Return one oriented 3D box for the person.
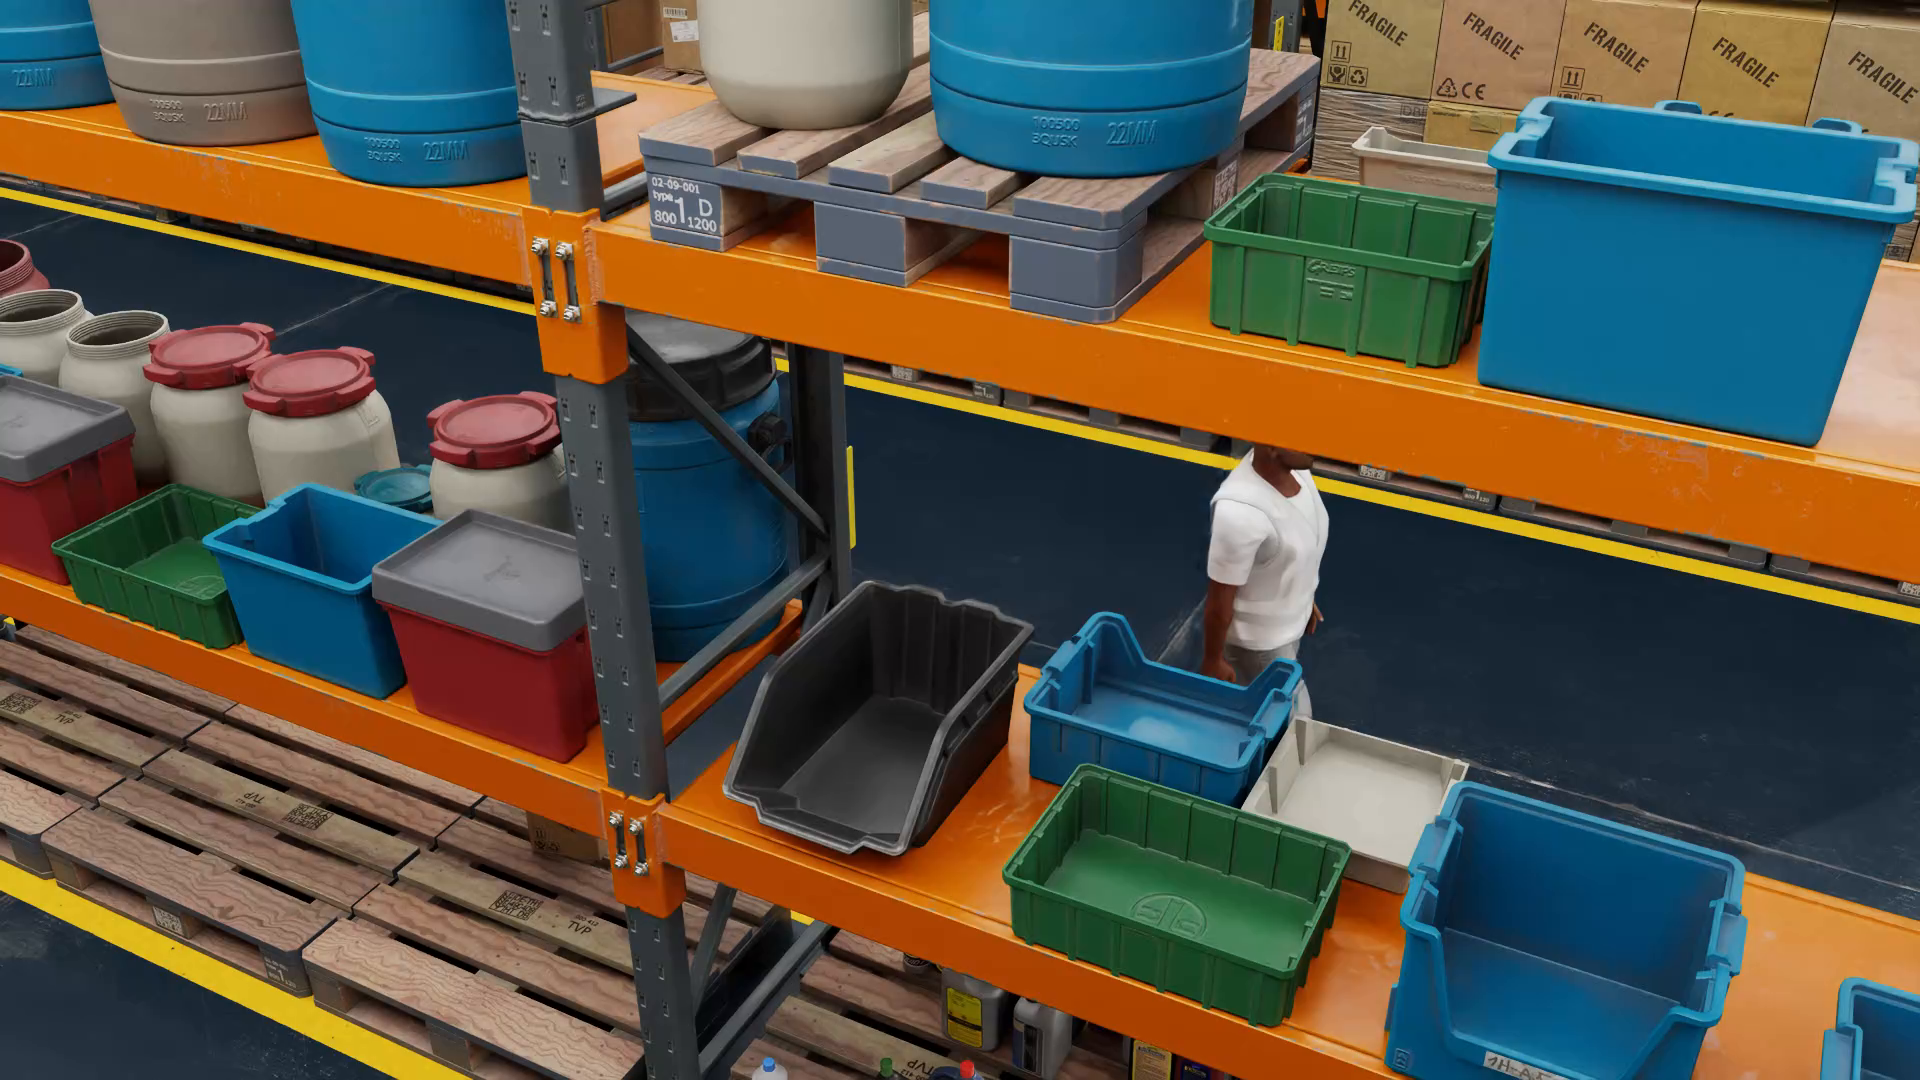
[{"bbox_3d":[0.984,0.265,5.625,0.840,1.748,0.581,13,32,21],"label":"person"}]
